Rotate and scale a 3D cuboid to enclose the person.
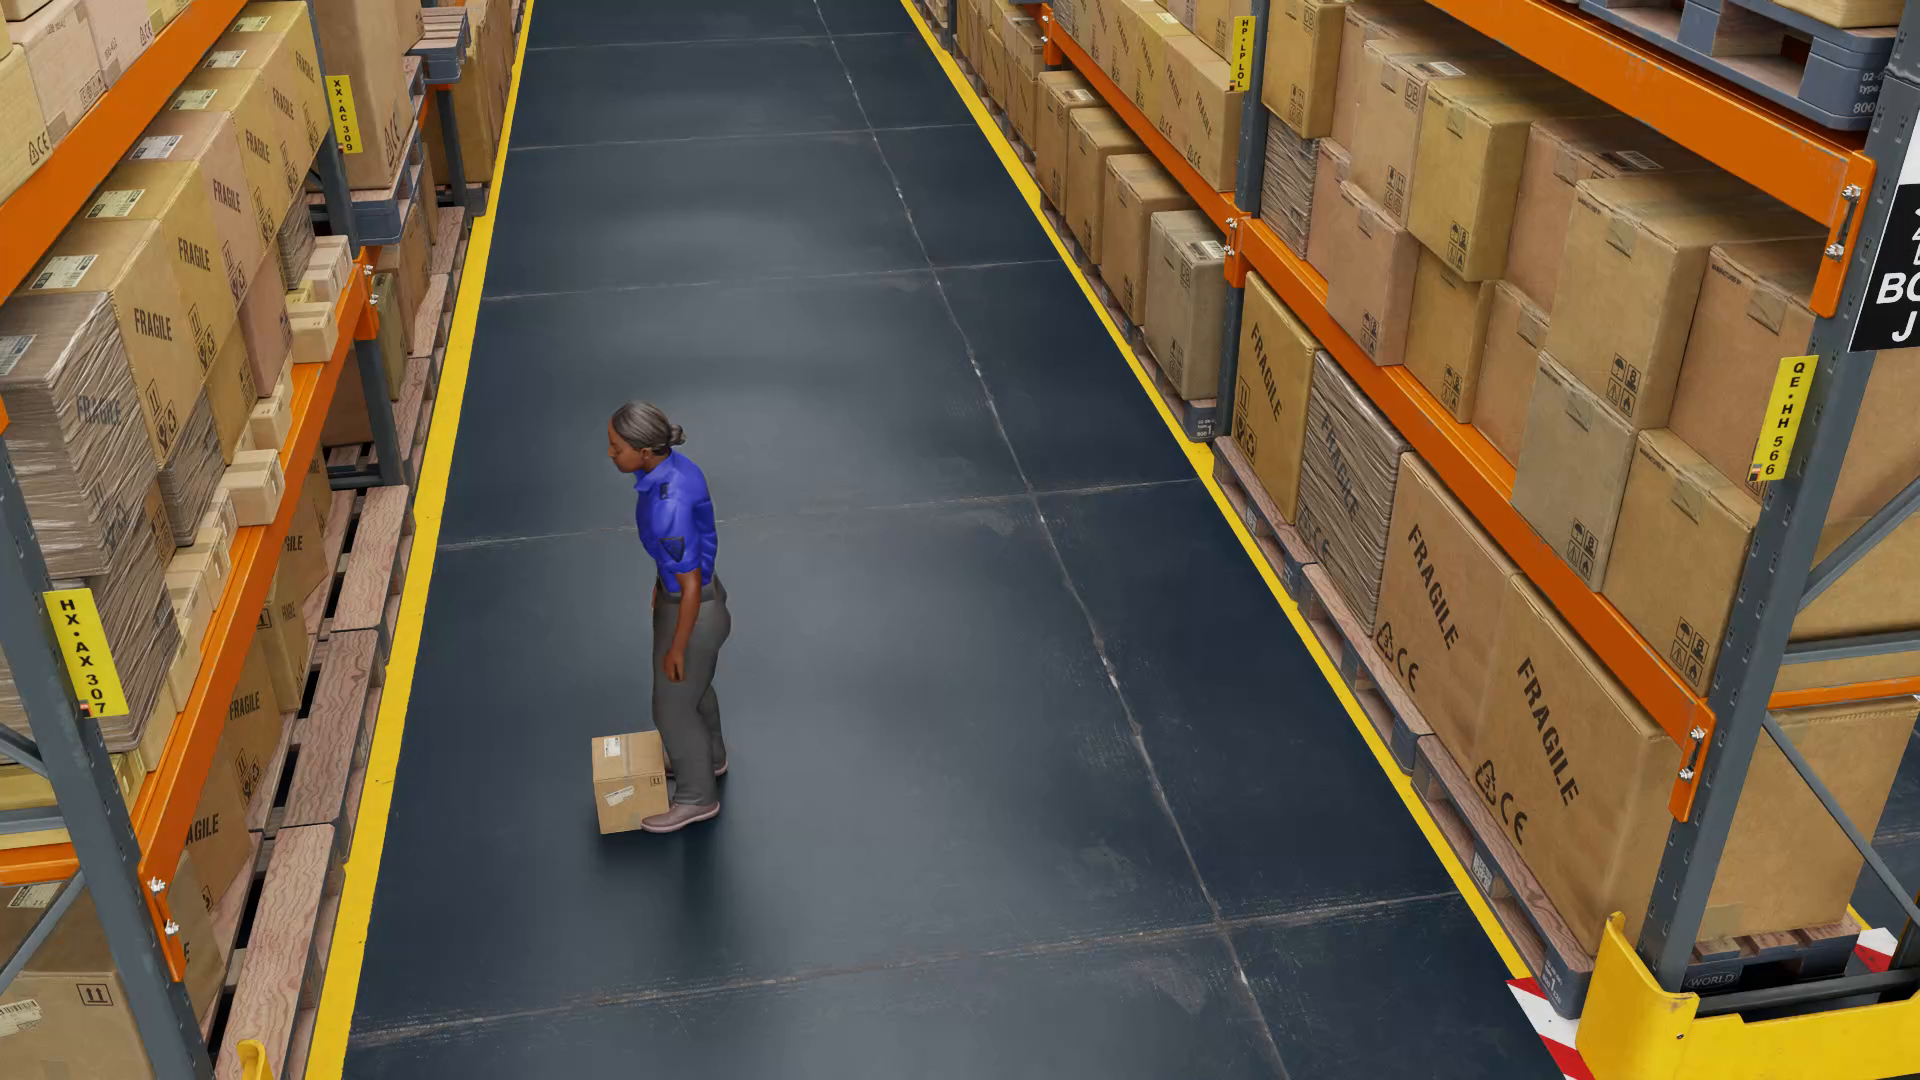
[{"bbox_3d":[-0.967,0.231,5.697,0.351,1.571,0.502,-6,31,-10],"label":"person"}]
